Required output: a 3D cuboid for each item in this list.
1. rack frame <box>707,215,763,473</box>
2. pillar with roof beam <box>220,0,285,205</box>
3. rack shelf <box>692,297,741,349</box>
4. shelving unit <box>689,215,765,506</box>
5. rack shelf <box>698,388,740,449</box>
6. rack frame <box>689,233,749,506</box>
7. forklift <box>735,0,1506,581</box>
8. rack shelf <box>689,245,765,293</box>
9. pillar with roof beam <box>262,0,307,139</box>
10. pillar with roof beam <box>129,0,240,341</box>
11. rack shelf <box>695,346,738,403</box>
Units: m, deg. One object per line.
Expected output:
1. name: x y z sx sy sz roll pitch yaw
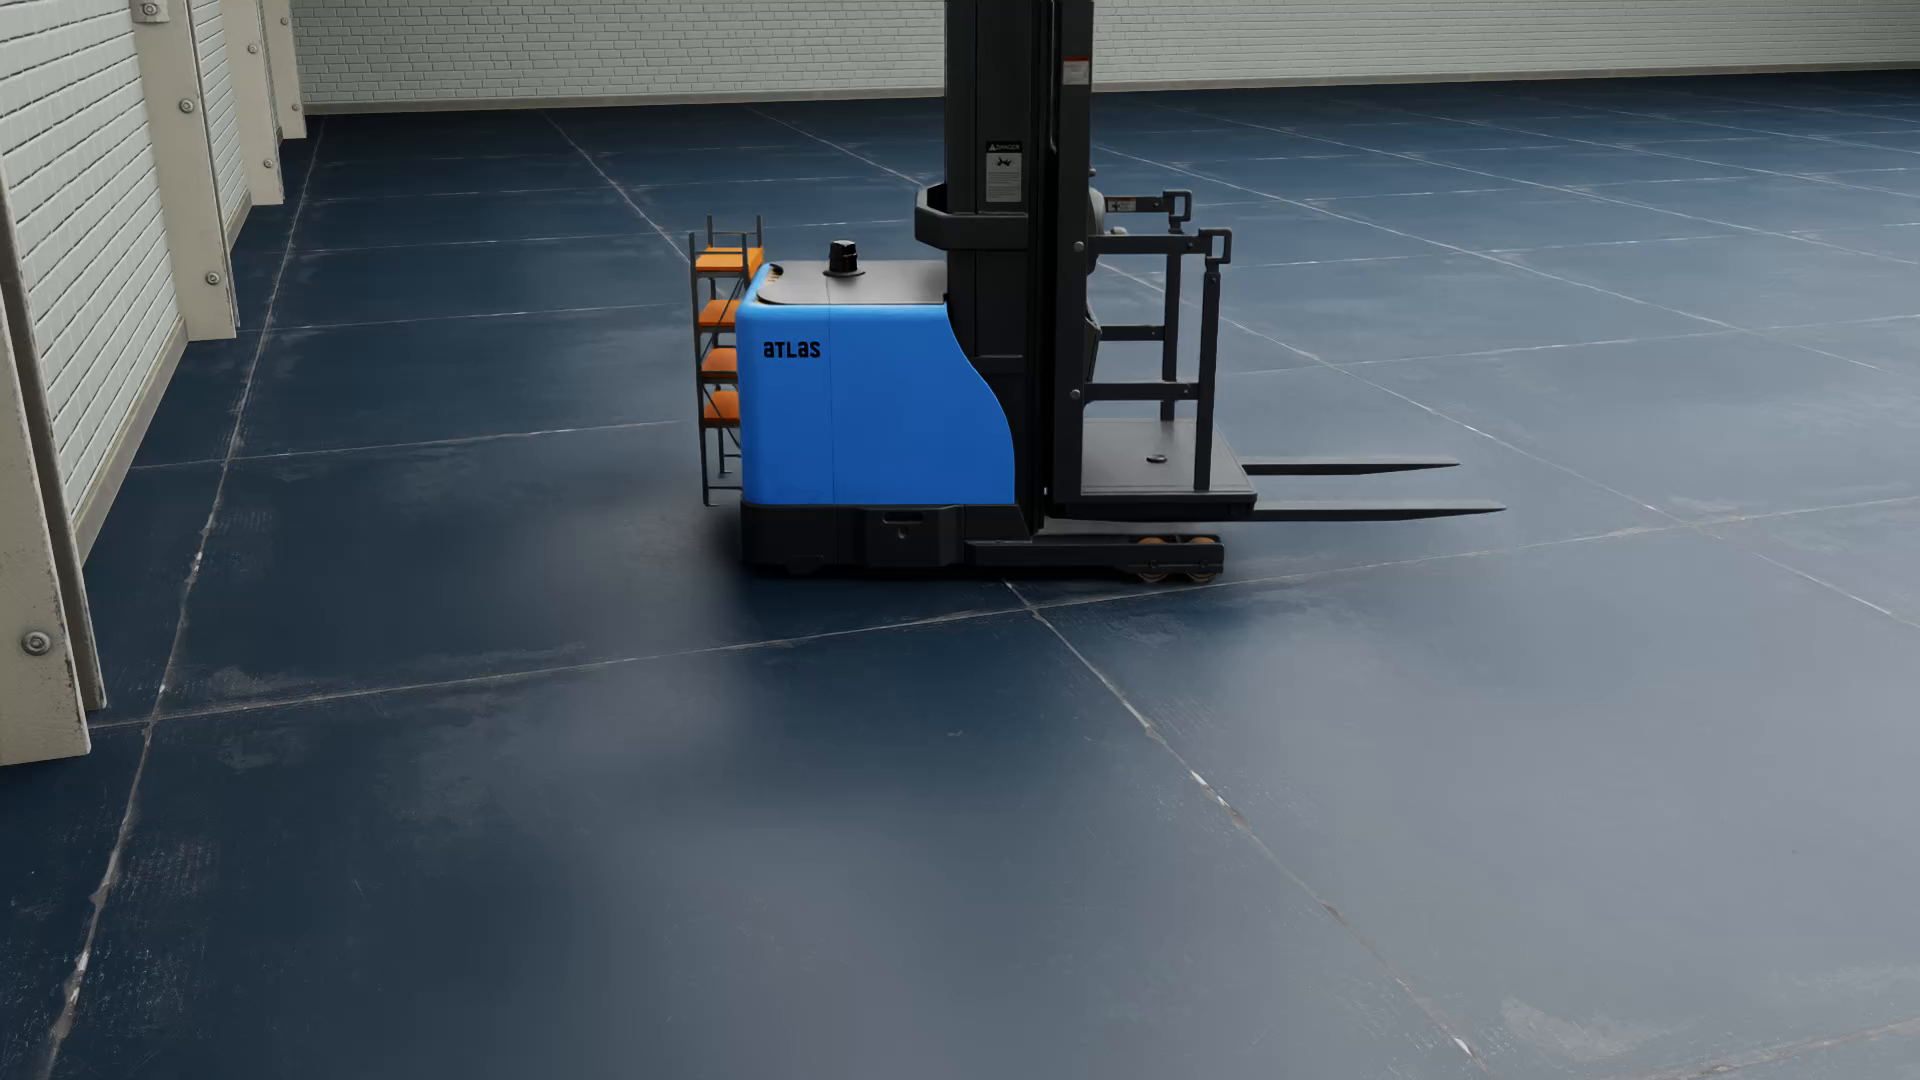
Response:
1. rack frame: -1.004 -0.880 7.592 0.240 1.200 0.015 0 20 1
2. pillar with roof beam: -2.562 -7.935 15.696 9.100 9.000 0.400 -6 21 -17
3. rack shelf: -1.006 -0.945 7.310 0.258 0.148 0.480 0 20 1
4. shelving unit: -1.006 -0.798 7.362 0.258 1.200 0.503 0 20 1
5. rack shelf: -1.006 -0.548 7.452 0.258 0.148 0.480 0 20 1
6. rack frame: -1.009 -0.715 7.133 0.240 1.200 0.015 0 20 1
7. forklift: 0.654 -1.399 6.477 3.031 2.935 1.130 0 20 -1
8. rack shelf: -1.006 -1.168 7.230 0.258 0.148 0.480 0 20 1
9. pillar with roof beam: -4.448 -9.860 21.057 9.100 9.000 0.400 -6 21 -17
10. pillar with roof beam: -0.676 -6.010 10.336 9.100 9.000 0.400 -6 21 -17
11. rack shelf: -1.006 -0.734 7.385 0.258 0.148 0.480 0 20 1
